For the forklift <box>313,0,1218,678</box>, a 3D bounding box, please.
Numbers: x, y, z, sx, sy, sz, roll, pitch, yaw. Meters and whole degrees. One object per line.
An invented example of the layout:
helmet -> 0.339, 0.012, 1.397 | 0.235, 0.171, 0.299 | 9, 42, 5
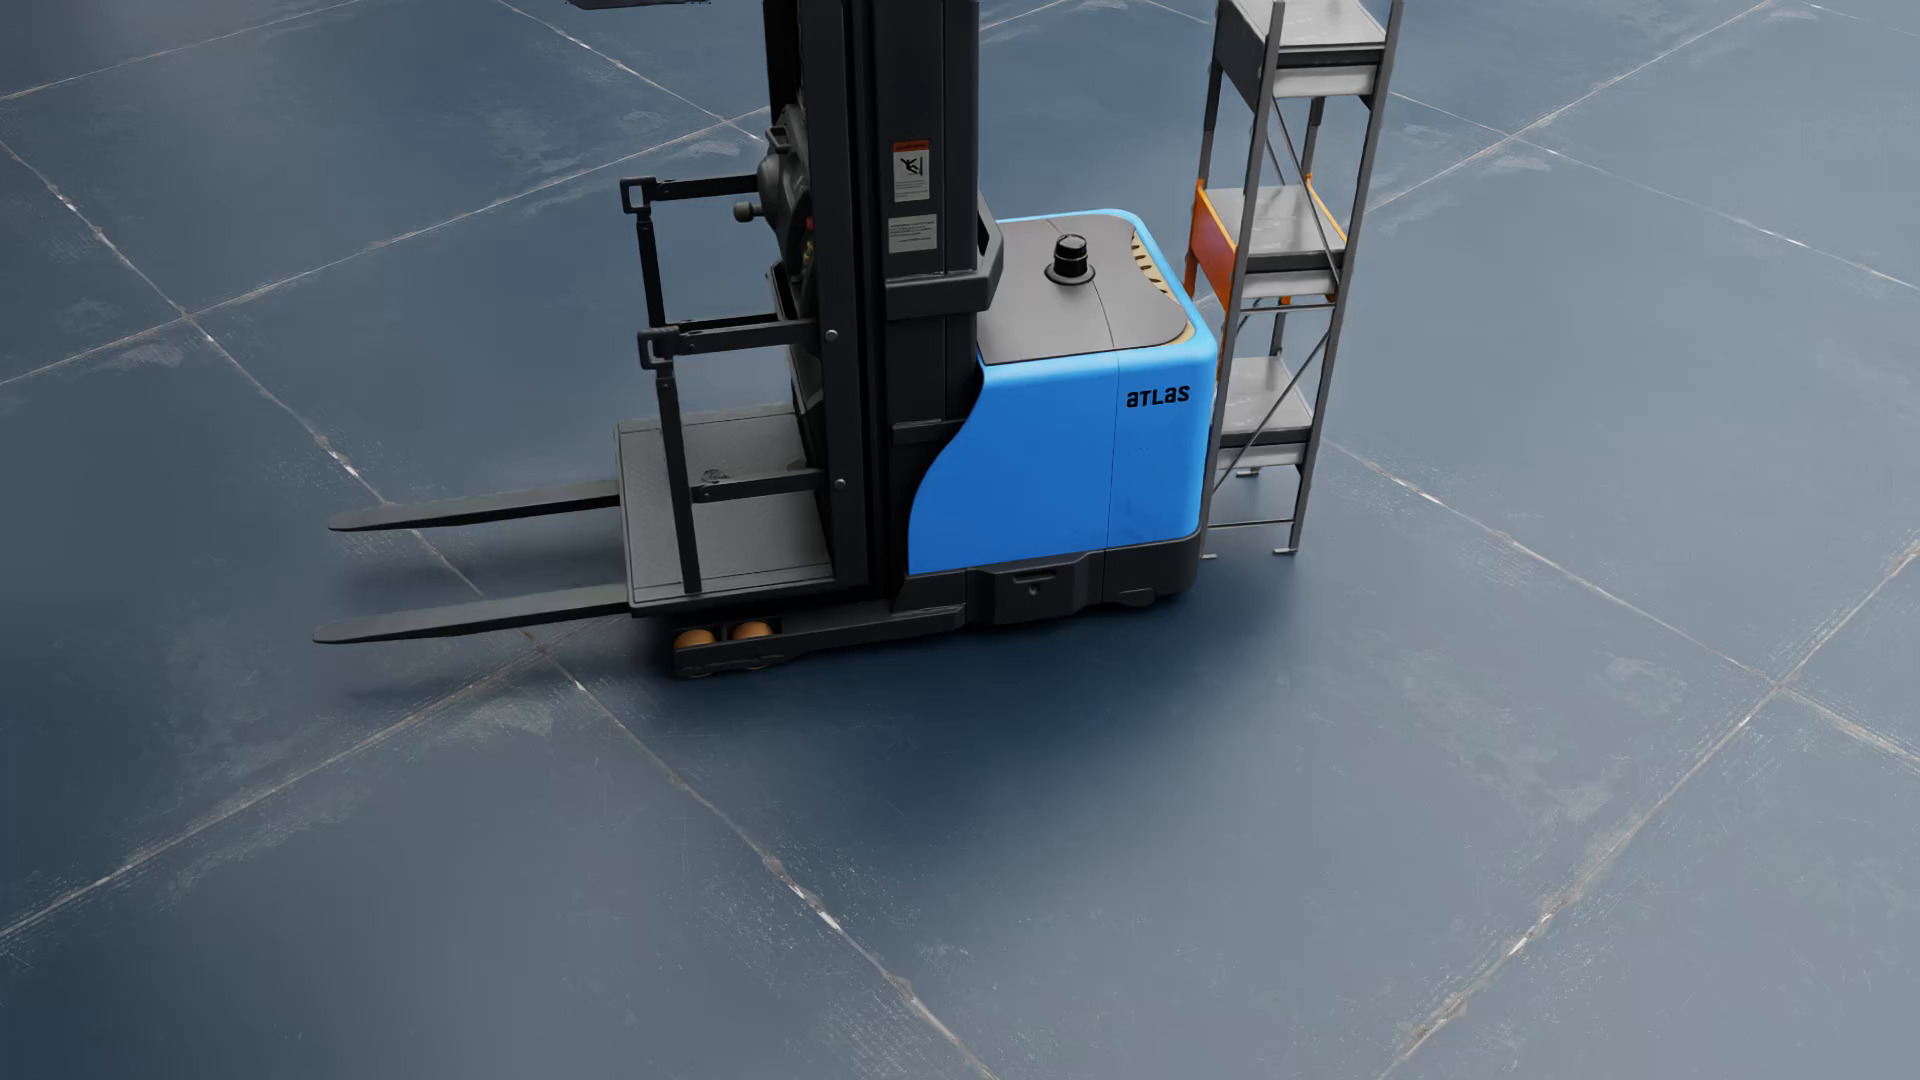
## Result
forklift -> -0.722, -1.035, 5.199 | 3.031, 2.935, 1.130 | -8, 40, -9

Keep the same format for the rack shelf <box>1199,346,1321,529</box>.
rack shelf -> 1.029, -0.358, 6.148 | 0.431, 0.518, 0.480 | -5, 39, -8

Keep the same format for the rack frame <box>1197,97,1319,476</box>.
rack frame -> 1.008, -1.066, 5.889 | 0.400, 2.100, 0.015 | -5, 39, -8

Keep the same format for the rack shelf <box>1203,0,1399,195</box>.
rack shelf -> 1.063, -1.449, 5.272 | 0.431, 0.518, 0.480 | -5, 39, -8

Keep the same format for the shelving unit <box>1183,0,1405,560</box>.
shelving unit -> 1.046, -0.914, 5.702 | 0.431, 2.100, 0.503 | -5, 39, -8

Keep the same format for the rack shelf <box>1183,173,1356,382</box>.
rack shelf -> 1.046, -0.904, 5.710 | 0.431, 0.518, 0.480 | -5, 39, -8

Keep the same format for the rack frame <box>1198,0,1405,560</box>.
rack frame -> 1.084, -0.763, 5.514 | 0.400, 2.100, 0.015 | -5, 39, -8
